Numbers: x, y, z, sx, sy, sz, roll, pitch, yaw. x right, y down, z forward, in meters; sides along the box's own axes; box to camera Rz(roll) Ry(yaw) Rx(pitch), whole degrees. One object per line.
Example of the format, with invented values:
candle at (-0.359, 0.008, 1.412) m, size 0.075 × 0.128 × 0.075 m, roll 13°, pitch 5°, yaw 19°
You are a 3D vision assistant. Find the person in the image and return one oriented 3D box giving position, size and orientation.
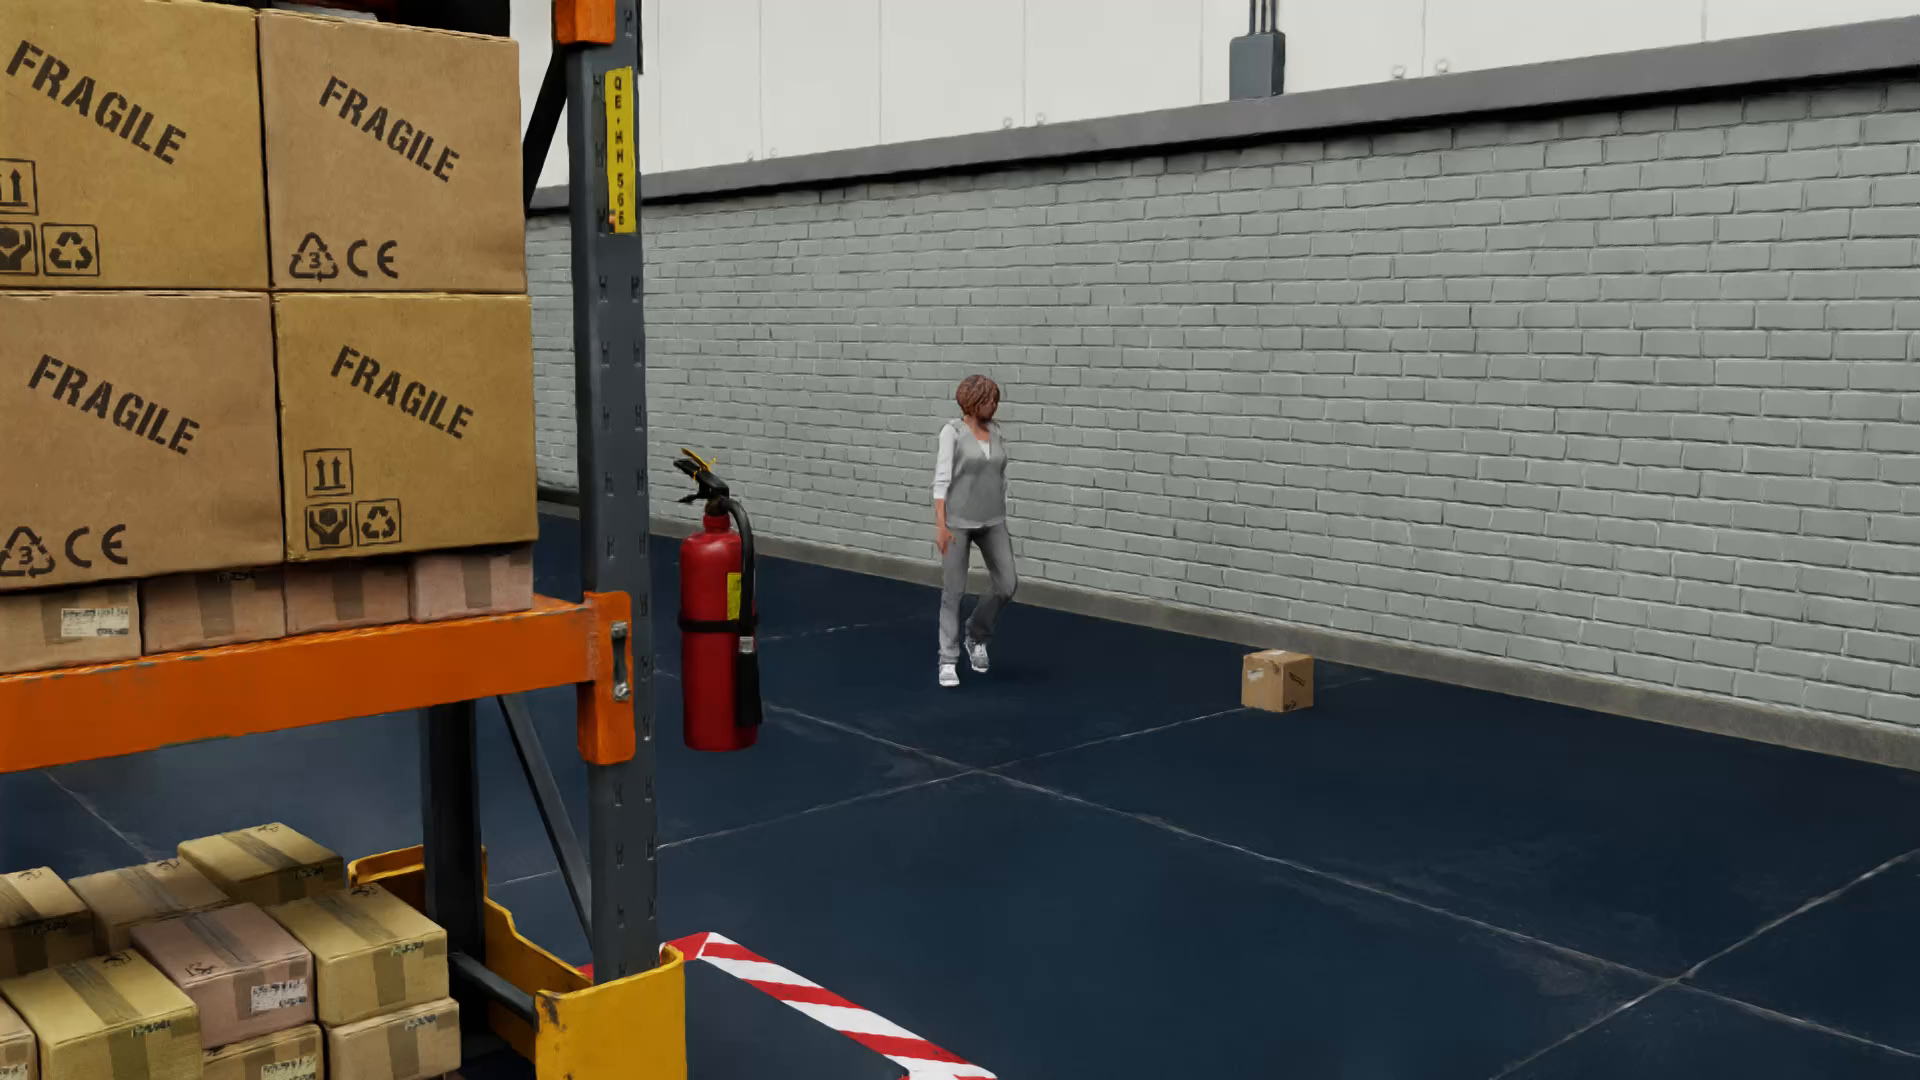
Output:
person at (0.039, -0.061, 8.699) m, size 0.467 × 1.594 × 0.402 m, roll -4°, pitch 9°, yaw -27°
